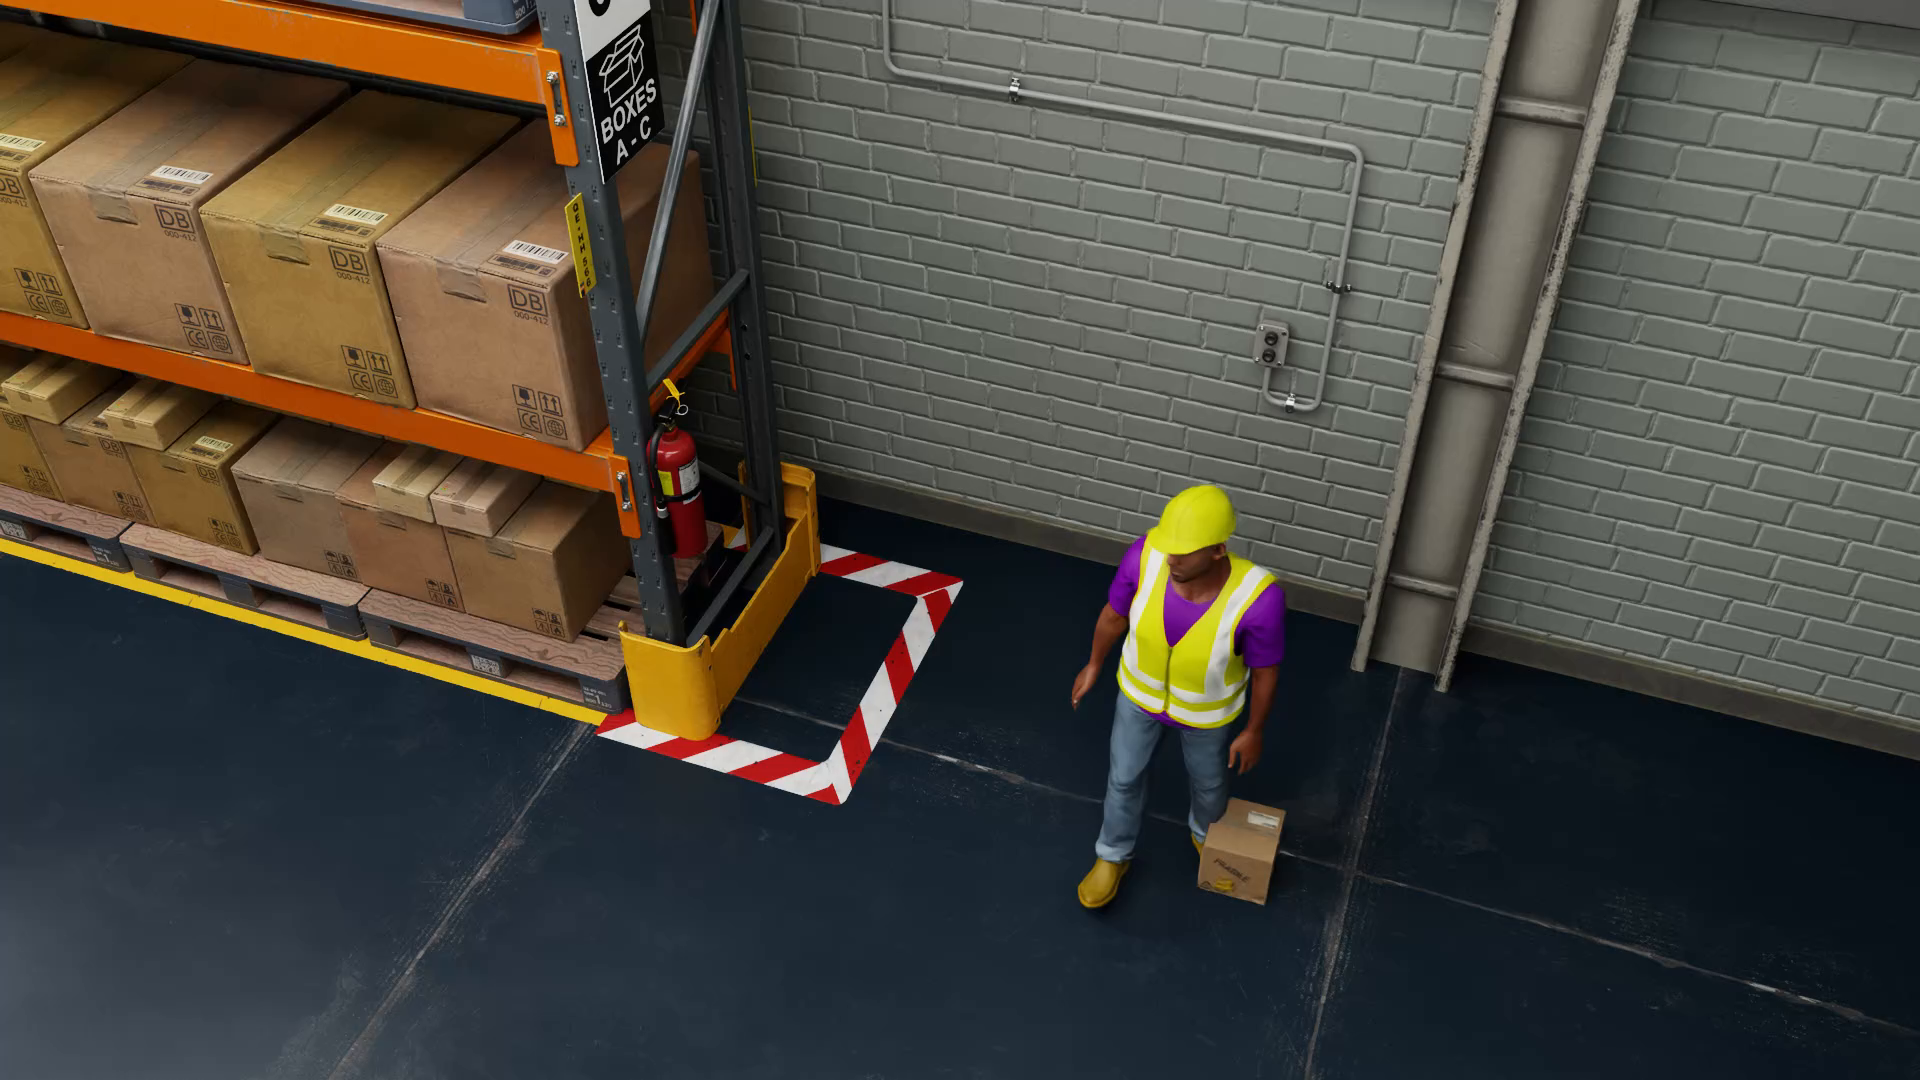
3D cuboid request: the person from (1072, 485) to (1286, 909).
[{"bbox_3d":[0.685,0.544,5.483,0.675,1.764,0.570,18,44,19],"label":"person"}]
